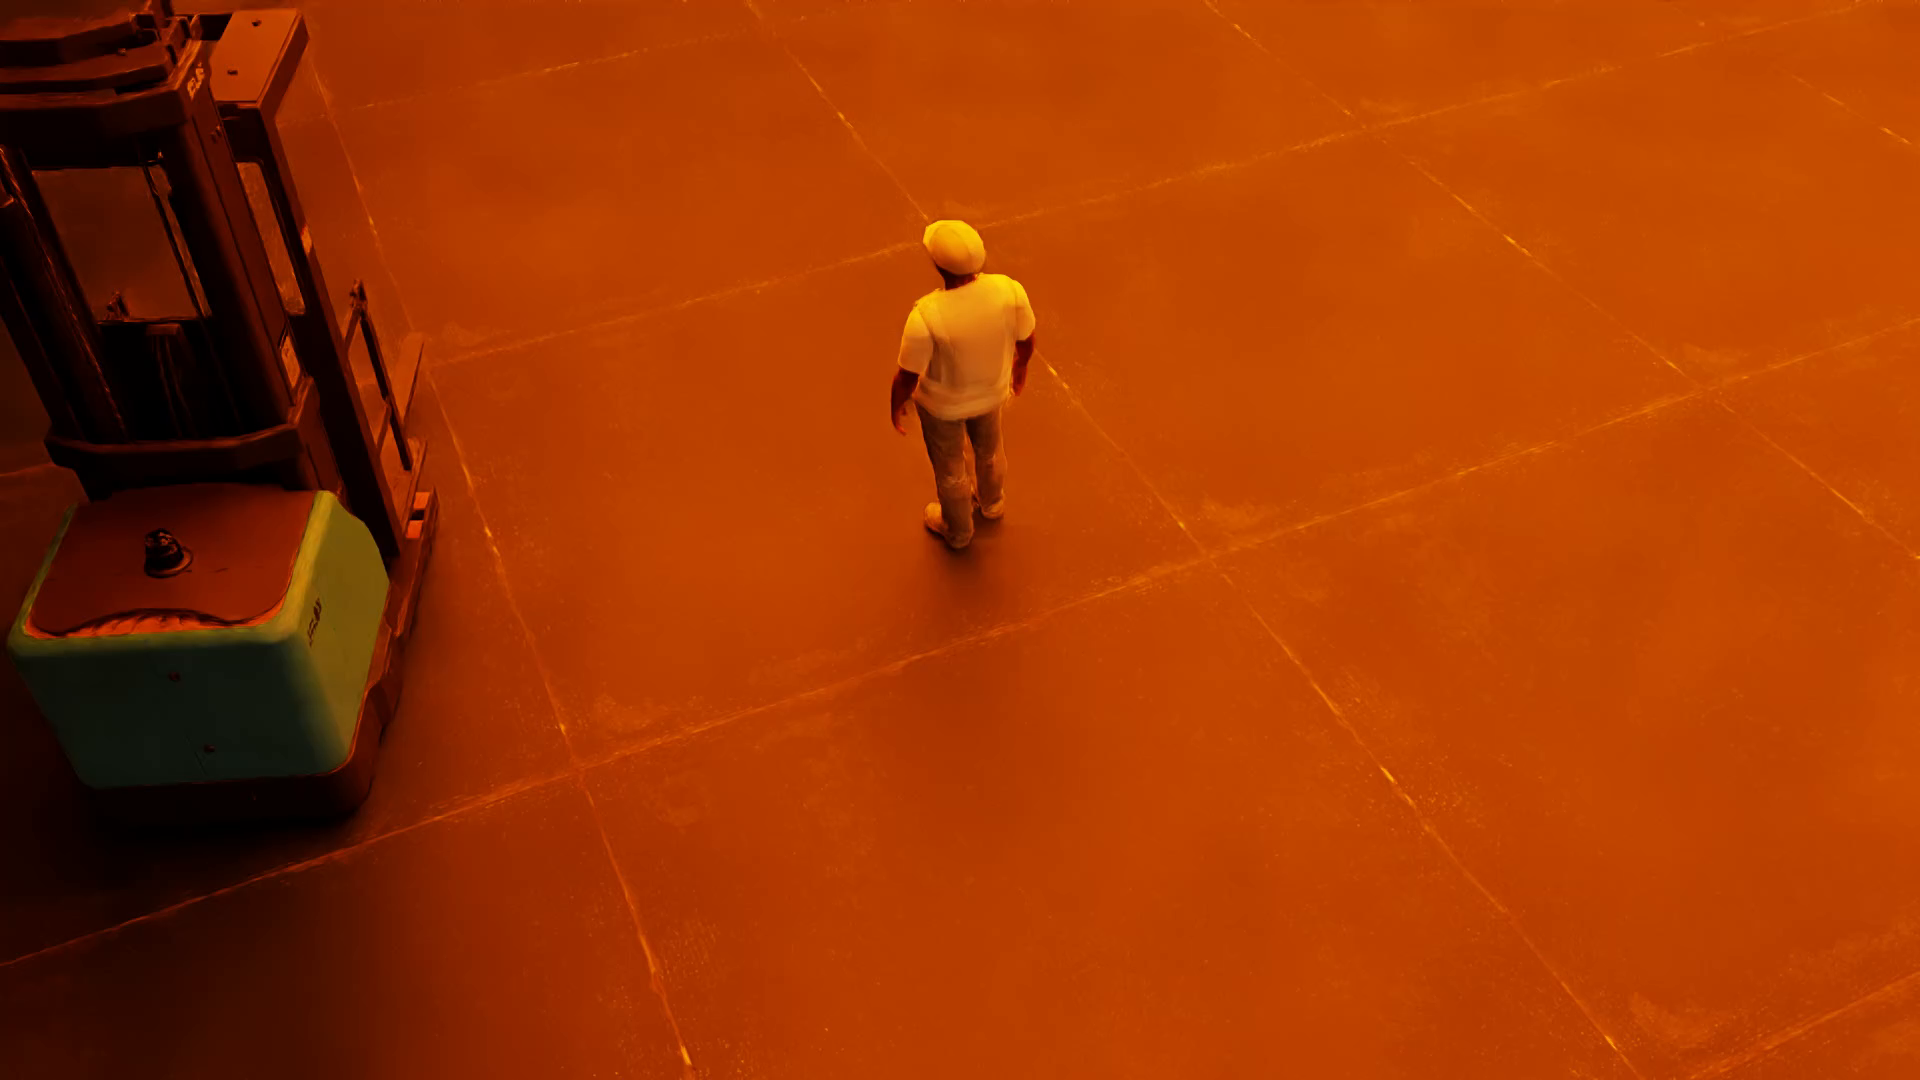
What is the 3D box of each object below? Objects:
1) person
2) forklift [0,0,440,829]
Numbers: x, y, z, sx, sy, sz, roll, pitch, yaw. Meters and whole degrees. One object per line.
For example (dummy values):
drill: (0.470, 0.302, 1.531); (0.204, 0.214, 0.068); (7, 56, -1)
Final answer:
person: (-0.024, -0.696, 7.269); (0.665, 1.766, 0.576); (-18, 46, -18)
forklift: (-3.010, -0.942, 6.689); (1.130, 2.935, 3.031); (-3, 43, -4)
